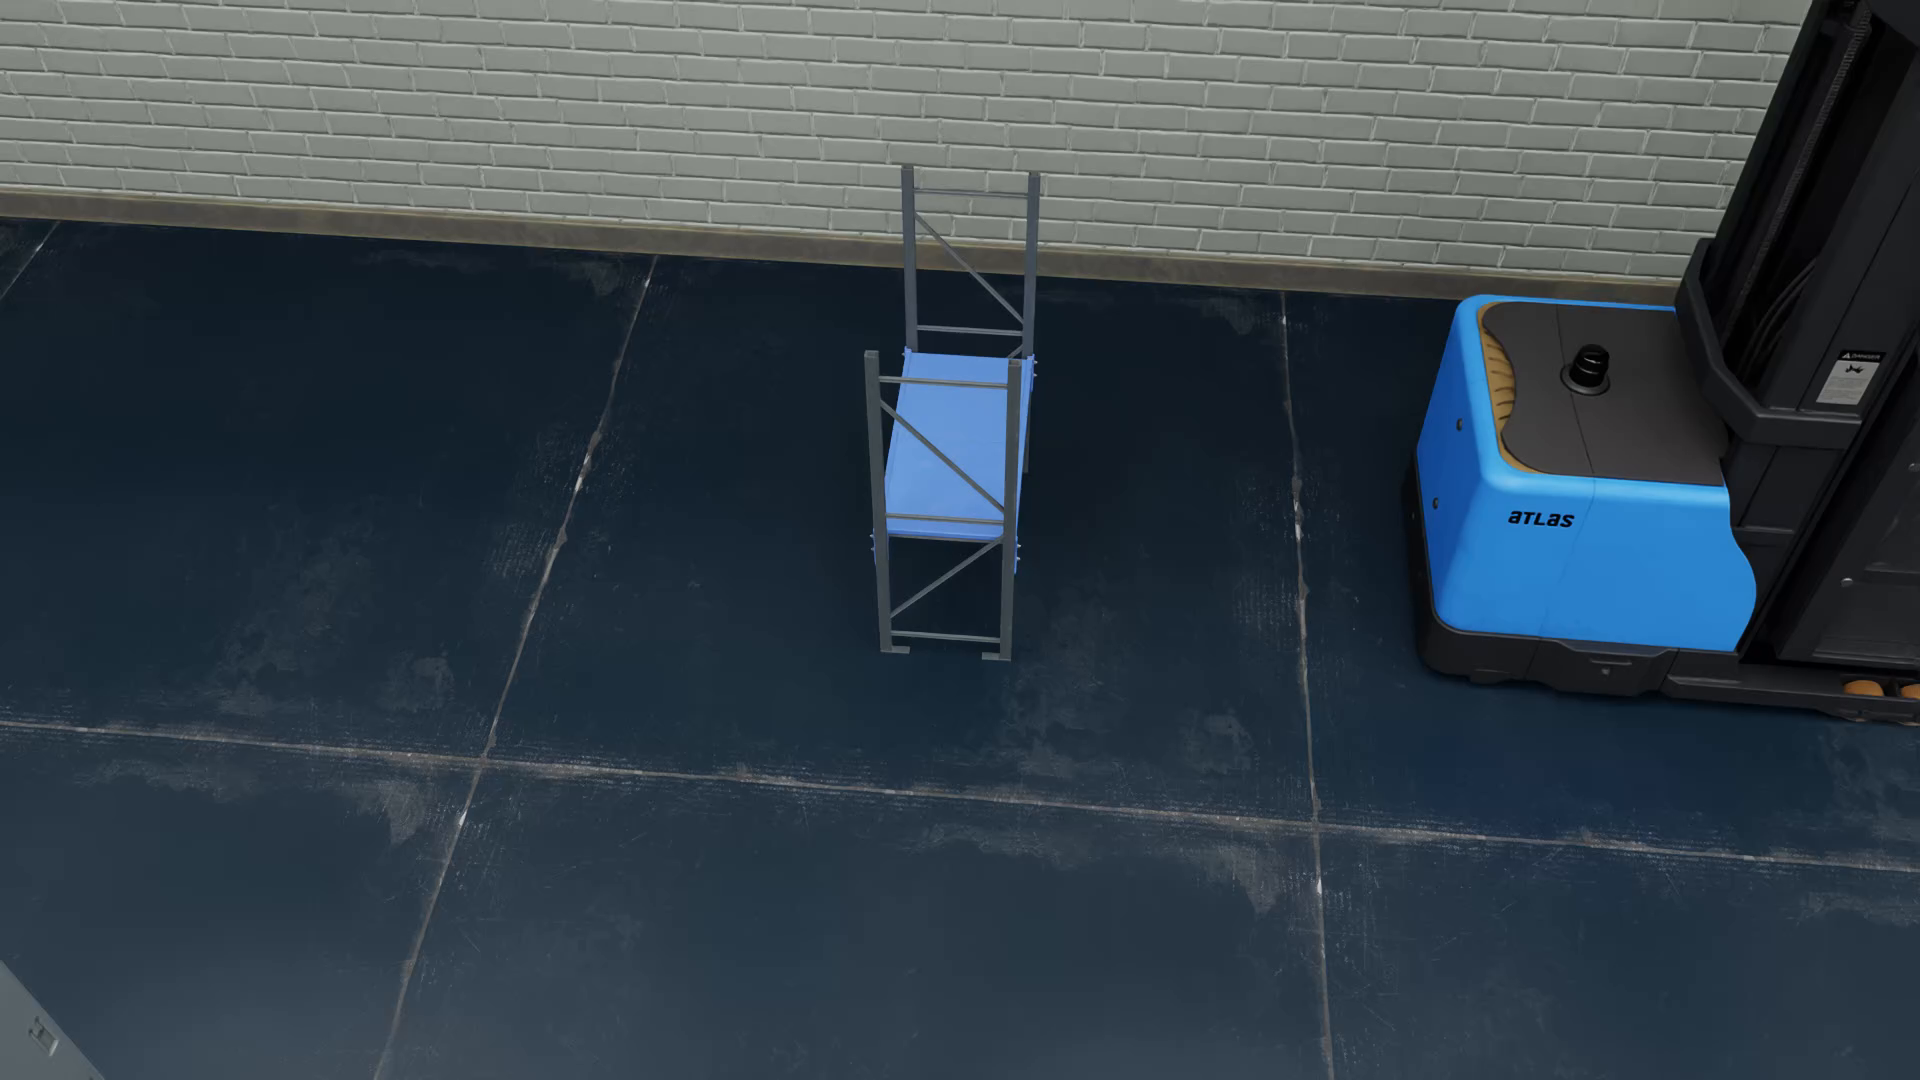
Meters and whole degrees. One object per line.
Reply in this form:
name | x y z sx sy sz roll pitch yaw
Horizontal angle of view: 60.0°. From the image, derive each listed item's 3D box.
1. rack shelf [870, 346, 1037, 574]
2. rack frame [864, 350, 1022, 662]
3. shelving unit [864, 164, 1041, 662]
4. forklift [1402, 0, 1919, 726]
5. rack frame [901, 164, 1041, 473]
rack shelf | -0.008 -0.322 6.298 0.538 0.185 1.000 4 48 4
rack frame | -0.054 -0.070 5.824 0.500 1.500 0.032 4 48 4
shelving unit | -0.008 -0.443 6.165 0.538 1.500 1.048 4 48 4
forklift | 3.286 -0.718 5.446 3.031 2.935 1.130 4 48 4
rack frame | 0.039 -0.817 6.507 0.500 1.500 0.032 4 48 4
